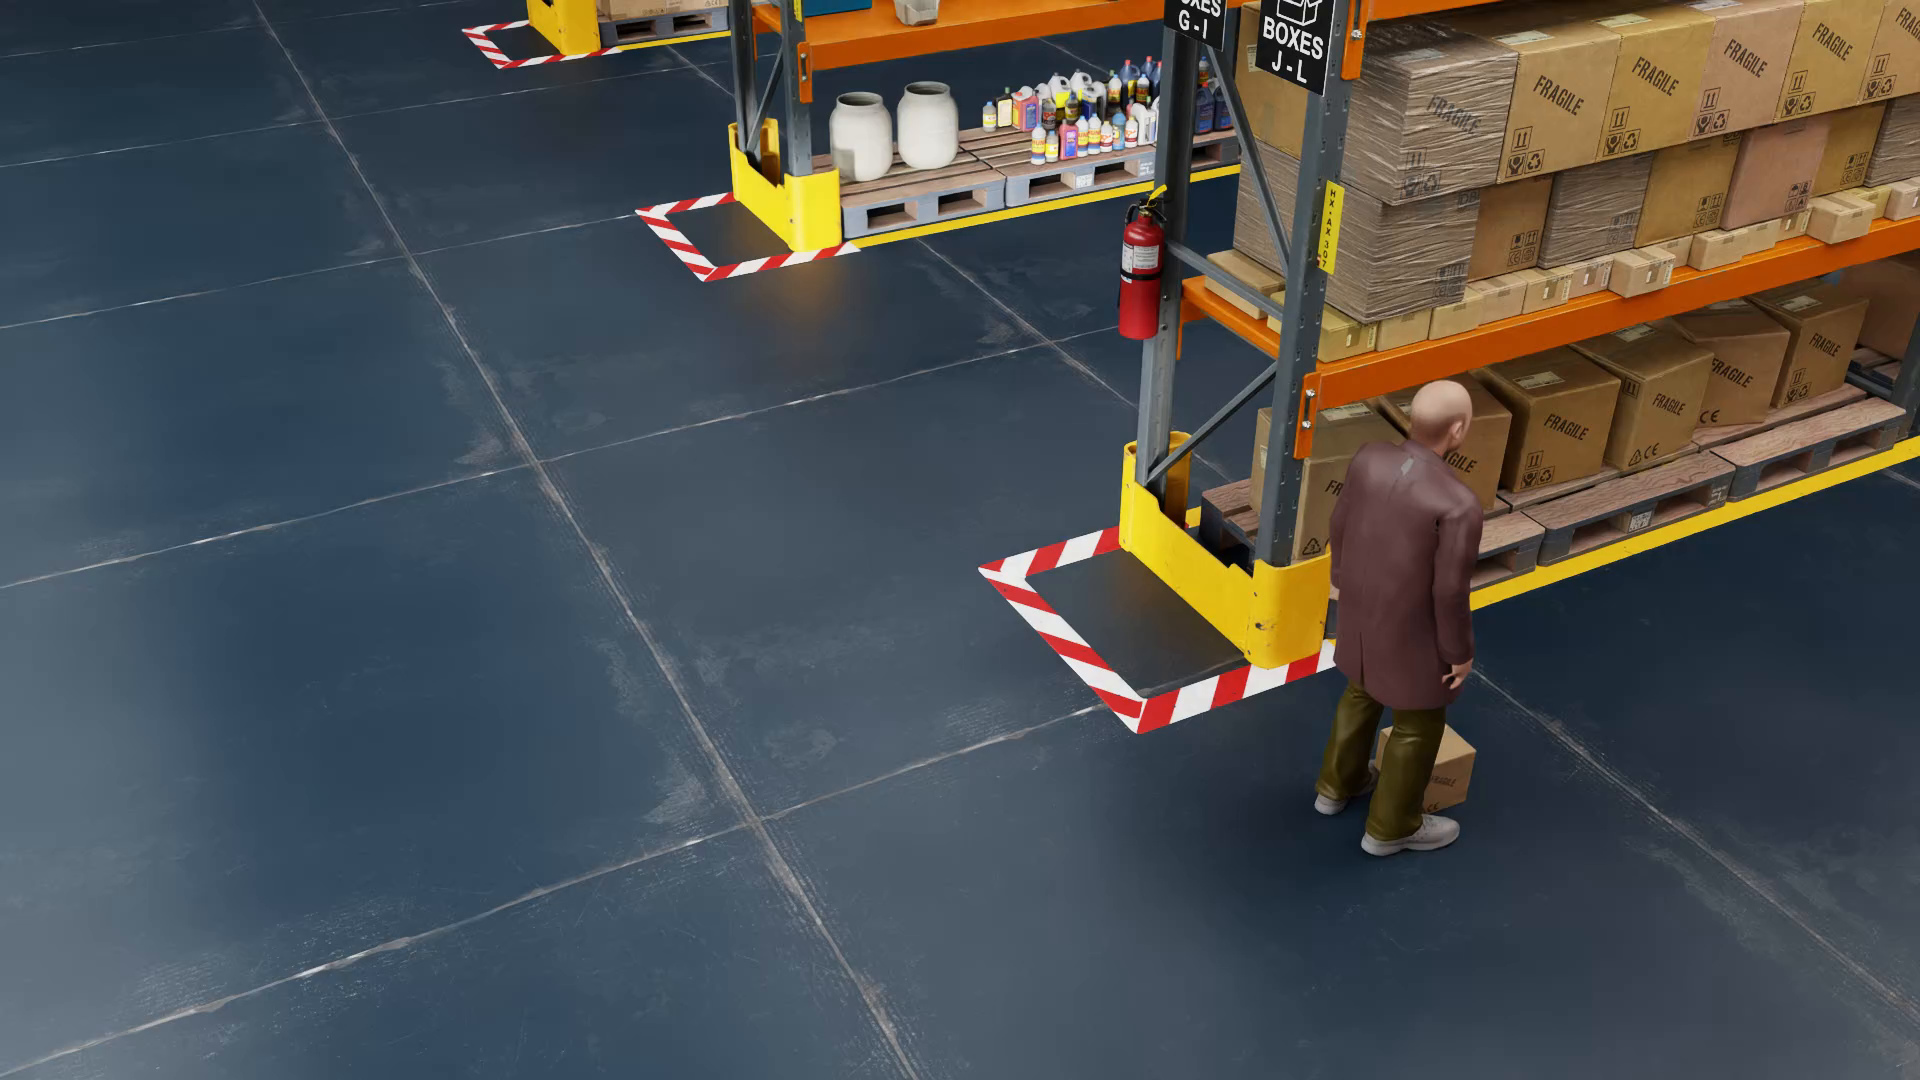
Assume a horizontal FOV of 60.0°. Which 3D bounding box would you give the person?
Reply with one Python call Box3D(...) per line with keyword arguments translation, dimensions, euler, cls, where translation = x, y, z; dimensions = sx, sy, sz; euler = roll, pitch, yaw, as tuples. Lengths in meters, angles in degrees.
Box3D(translation=(1.516, 0.272, 5.729), dimensions=(0.428, 1.772, 0.640), euler=(-18, 37, -25), cls="person")
